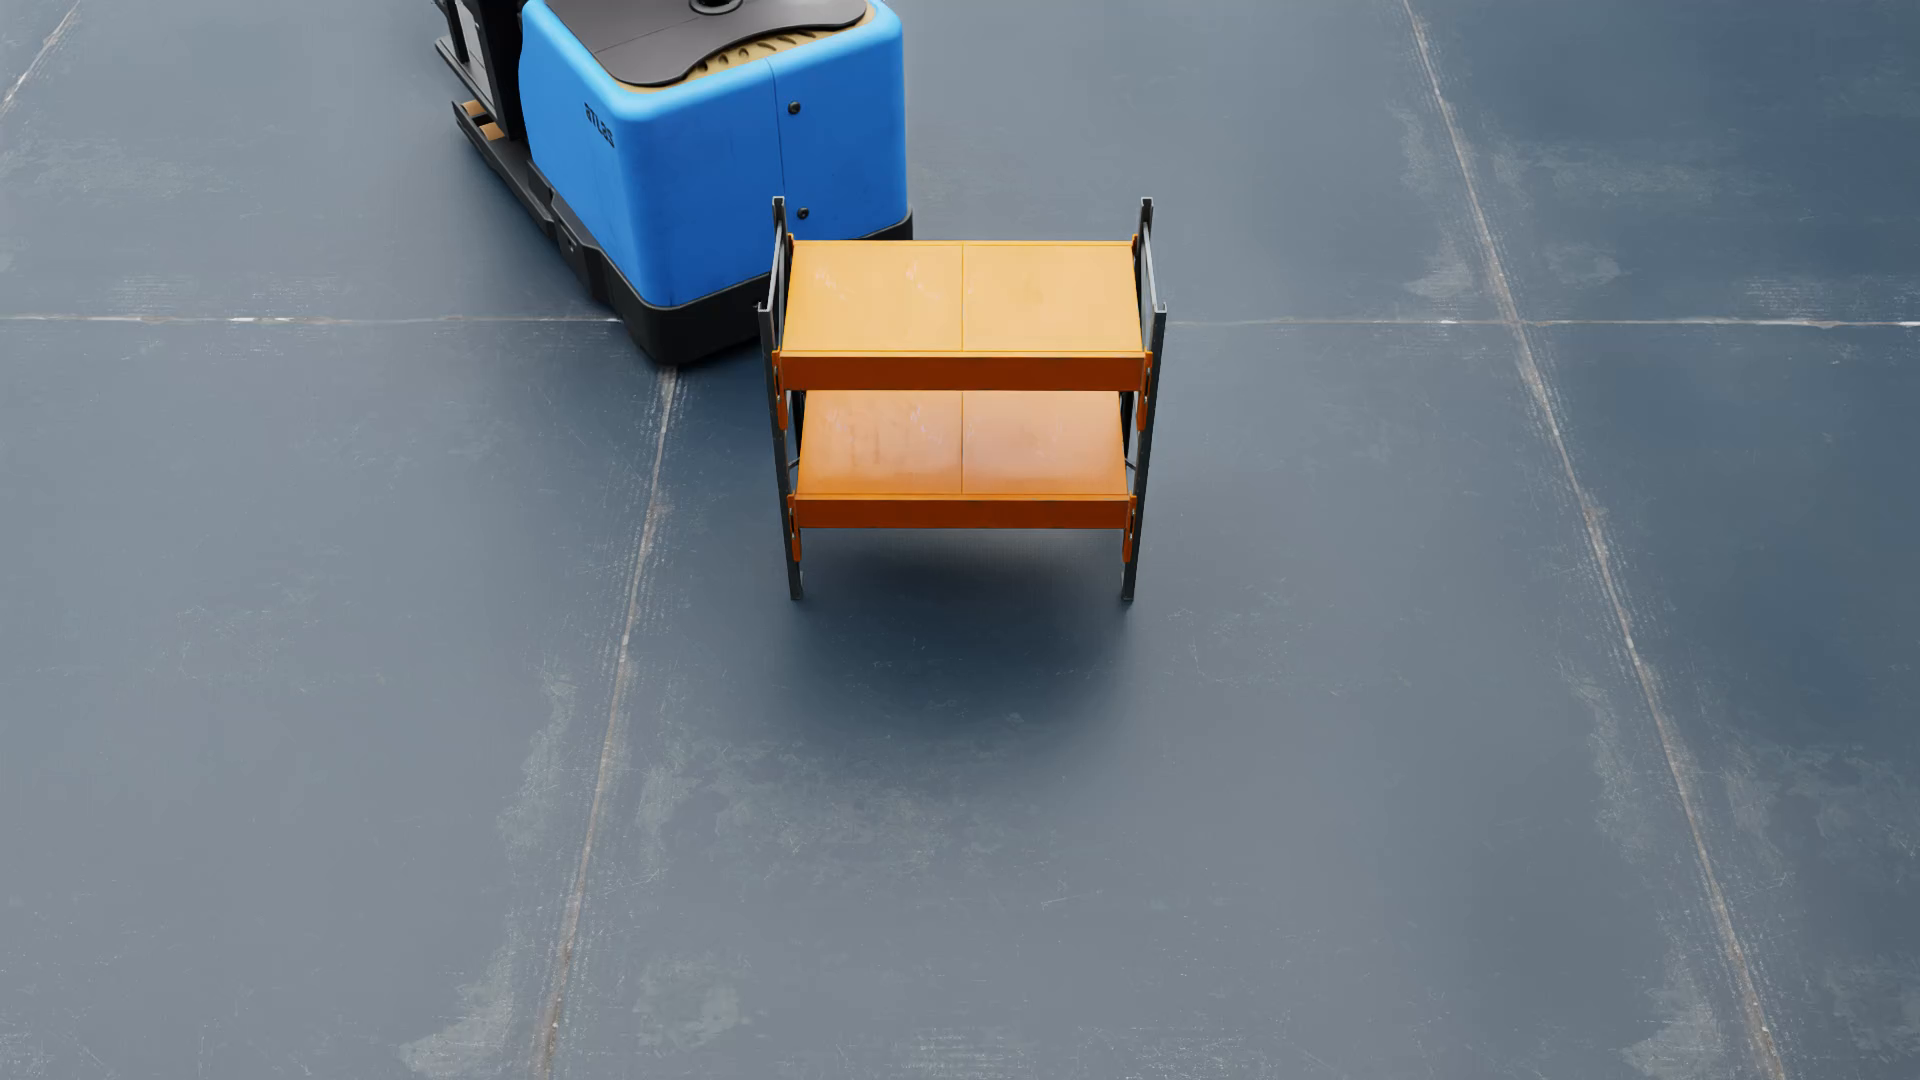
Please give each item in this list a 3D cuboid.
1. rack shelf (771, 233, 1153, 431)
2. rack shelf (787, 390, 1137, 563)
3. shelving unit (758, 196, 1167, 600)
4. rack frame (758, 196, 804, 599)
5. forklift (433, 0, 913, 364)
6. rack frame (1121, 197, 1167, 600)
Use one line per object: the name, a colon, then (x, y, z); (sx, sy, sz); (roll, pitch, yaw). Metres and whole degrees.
rack shelf: (0.007, -0.583, 4.624); (1.000, 0.278, 0.538); (0, 47, 0)
rack shelf: (0.007, -0.217, 5.017); (1.000, 0.278, 0.538); (0, 47, 0)
shelving unit: (0.007, -0.383, 4.838); (1.048, 1.125, 0.538); (0, 47, 0)
rack frame: (-0.502, -0.385, 4.840); (0.032, 1.125, 0.500); (0, 47, 0)
forklift: (-1.385, -2.664, 5.728); (1.130, 2.935, 3.031); (-25, 52, -21)
rack frame: (0.515, -0.382, 4.837); (0.032, 1.125, 0.500); (0, 47, 0)
